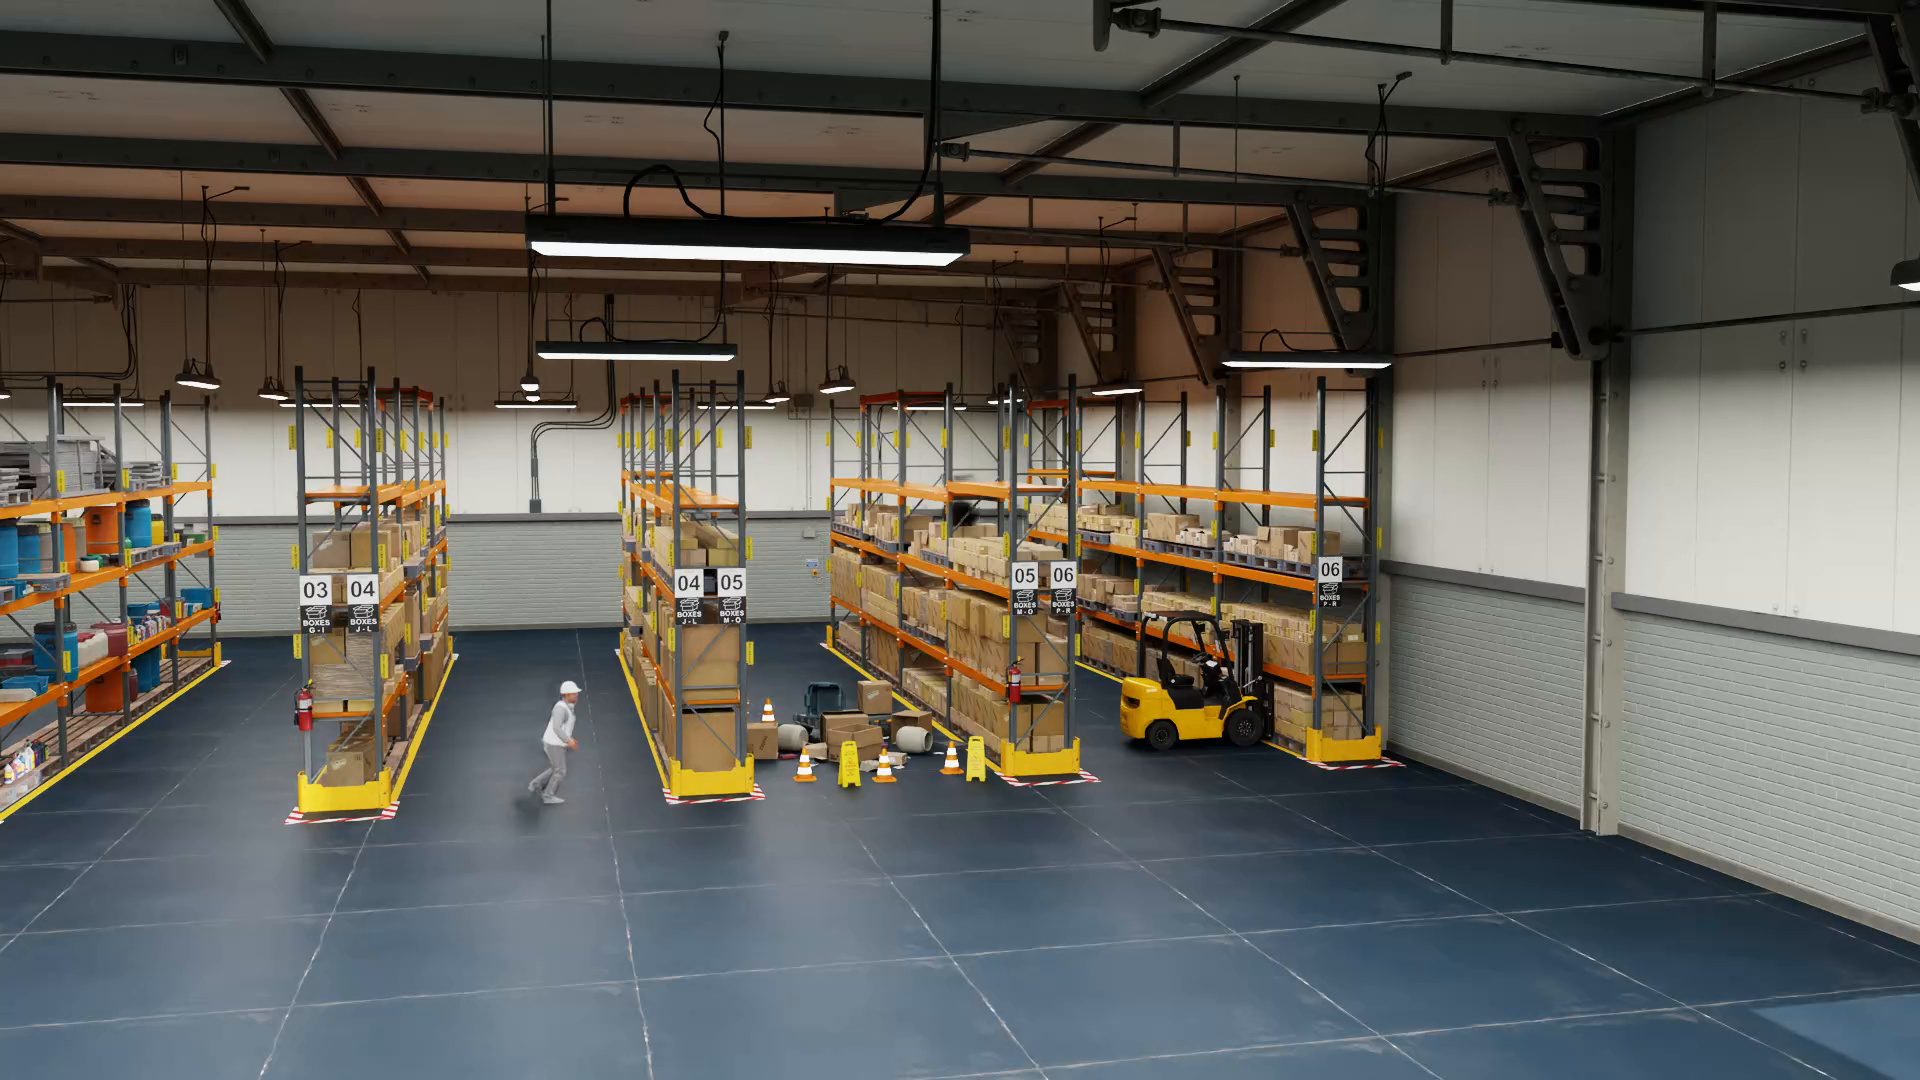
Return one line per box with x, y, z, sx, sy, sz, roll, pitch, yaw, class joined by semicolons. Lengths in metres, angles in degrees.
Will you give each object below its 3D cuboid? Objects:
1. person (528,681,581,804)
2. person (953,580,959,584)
-5.582;2.787;22.883;0.778;1.700;0.620;0;3;-5;person
0.023;1.781;39.266;0.663;1.767;0.909;-3;4;-40;person
